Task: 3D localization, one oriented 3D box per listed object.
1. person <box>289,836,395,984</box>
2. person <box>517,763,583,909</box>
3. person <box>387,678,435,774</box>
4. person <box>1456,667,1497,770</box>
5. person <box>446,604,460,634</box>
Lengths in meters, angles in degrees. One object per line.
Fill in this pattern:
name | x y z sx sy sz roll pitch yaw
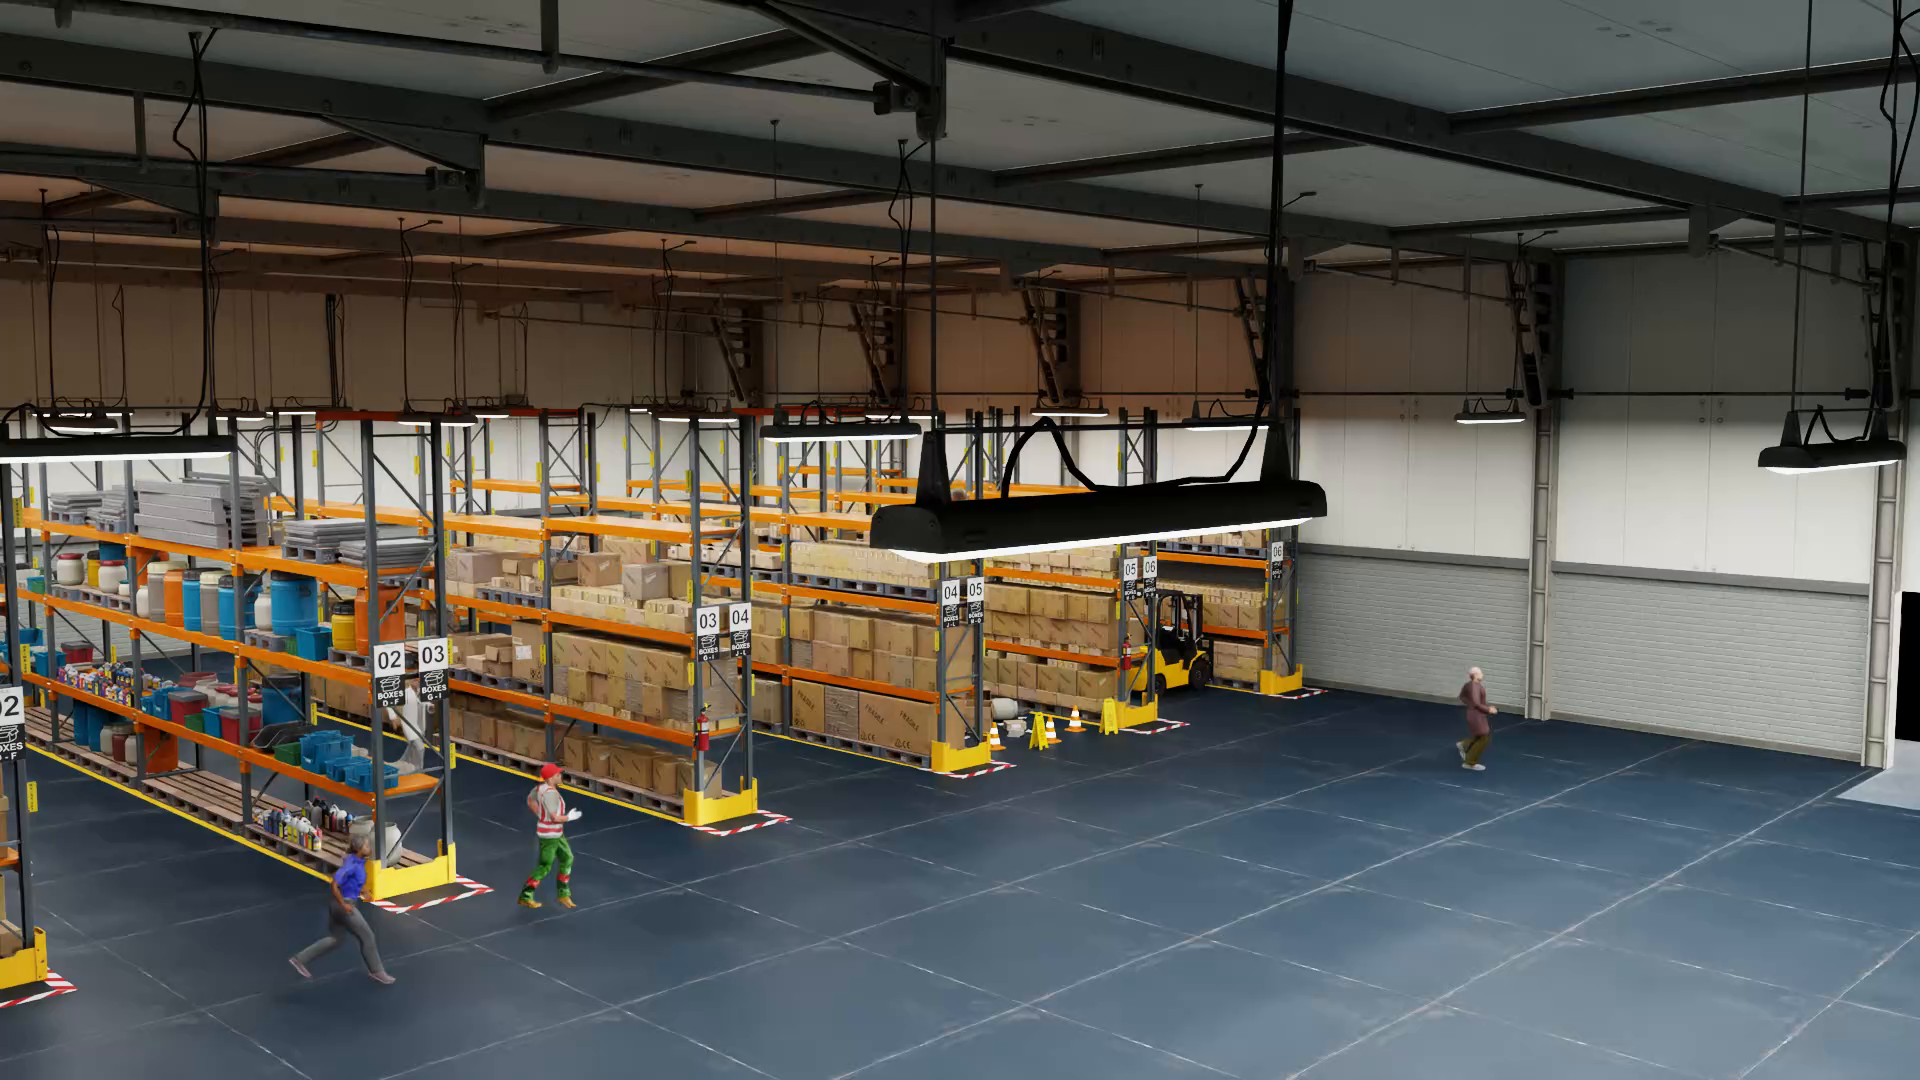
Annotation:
person | -6.571 3.973 17.675 1.039 1.639 0.579 -2 5 -23
person | -5.016 3.651 20.314 0.799 1.866 0.672 -1 5 -14
person | -8.832 3.062 26.890 0.937 1.847 0.666 3 6 29
person | 8.687 2.997 27.944 0.633 1.735 0.707 1 5 6
person | -11.350 2.265 36.687 0.618 1.725 0.690 -4 7 -39
